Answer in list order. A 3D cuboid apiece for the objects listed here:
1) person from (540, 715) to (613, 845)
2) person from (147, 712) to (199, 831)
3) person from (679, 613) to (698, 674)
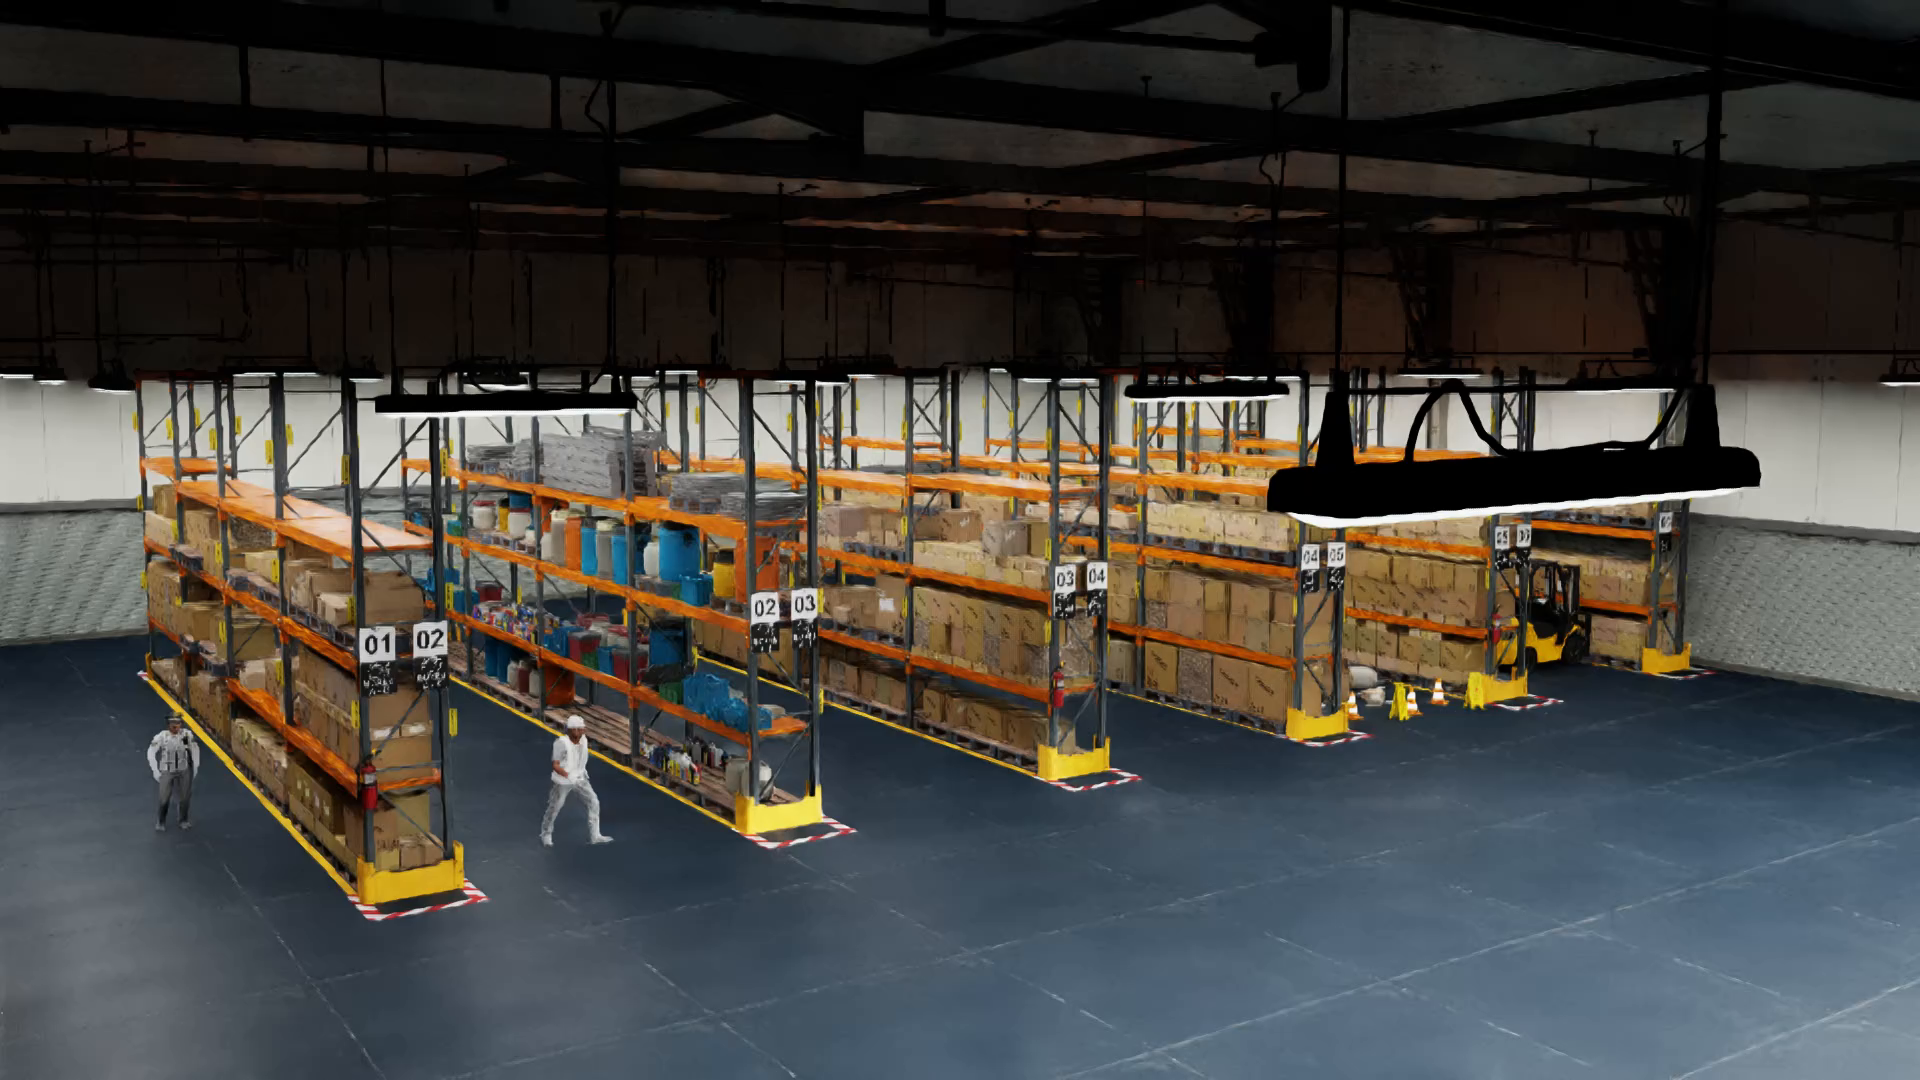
[{"bbox_3d":[-4.983,3.068,21.297,0.835,1.711,0.704,5,8,38],"label":"person"},{"bbox_3d":[-10.401,3.051,22.013,0.639,1.628,0.512,-5,8,-36],"label":"person"},{"bbox_3d":[-5.384,1.813,32.580,0.482,1.674,0.492,-1,6,-6],"label":"person"}]
